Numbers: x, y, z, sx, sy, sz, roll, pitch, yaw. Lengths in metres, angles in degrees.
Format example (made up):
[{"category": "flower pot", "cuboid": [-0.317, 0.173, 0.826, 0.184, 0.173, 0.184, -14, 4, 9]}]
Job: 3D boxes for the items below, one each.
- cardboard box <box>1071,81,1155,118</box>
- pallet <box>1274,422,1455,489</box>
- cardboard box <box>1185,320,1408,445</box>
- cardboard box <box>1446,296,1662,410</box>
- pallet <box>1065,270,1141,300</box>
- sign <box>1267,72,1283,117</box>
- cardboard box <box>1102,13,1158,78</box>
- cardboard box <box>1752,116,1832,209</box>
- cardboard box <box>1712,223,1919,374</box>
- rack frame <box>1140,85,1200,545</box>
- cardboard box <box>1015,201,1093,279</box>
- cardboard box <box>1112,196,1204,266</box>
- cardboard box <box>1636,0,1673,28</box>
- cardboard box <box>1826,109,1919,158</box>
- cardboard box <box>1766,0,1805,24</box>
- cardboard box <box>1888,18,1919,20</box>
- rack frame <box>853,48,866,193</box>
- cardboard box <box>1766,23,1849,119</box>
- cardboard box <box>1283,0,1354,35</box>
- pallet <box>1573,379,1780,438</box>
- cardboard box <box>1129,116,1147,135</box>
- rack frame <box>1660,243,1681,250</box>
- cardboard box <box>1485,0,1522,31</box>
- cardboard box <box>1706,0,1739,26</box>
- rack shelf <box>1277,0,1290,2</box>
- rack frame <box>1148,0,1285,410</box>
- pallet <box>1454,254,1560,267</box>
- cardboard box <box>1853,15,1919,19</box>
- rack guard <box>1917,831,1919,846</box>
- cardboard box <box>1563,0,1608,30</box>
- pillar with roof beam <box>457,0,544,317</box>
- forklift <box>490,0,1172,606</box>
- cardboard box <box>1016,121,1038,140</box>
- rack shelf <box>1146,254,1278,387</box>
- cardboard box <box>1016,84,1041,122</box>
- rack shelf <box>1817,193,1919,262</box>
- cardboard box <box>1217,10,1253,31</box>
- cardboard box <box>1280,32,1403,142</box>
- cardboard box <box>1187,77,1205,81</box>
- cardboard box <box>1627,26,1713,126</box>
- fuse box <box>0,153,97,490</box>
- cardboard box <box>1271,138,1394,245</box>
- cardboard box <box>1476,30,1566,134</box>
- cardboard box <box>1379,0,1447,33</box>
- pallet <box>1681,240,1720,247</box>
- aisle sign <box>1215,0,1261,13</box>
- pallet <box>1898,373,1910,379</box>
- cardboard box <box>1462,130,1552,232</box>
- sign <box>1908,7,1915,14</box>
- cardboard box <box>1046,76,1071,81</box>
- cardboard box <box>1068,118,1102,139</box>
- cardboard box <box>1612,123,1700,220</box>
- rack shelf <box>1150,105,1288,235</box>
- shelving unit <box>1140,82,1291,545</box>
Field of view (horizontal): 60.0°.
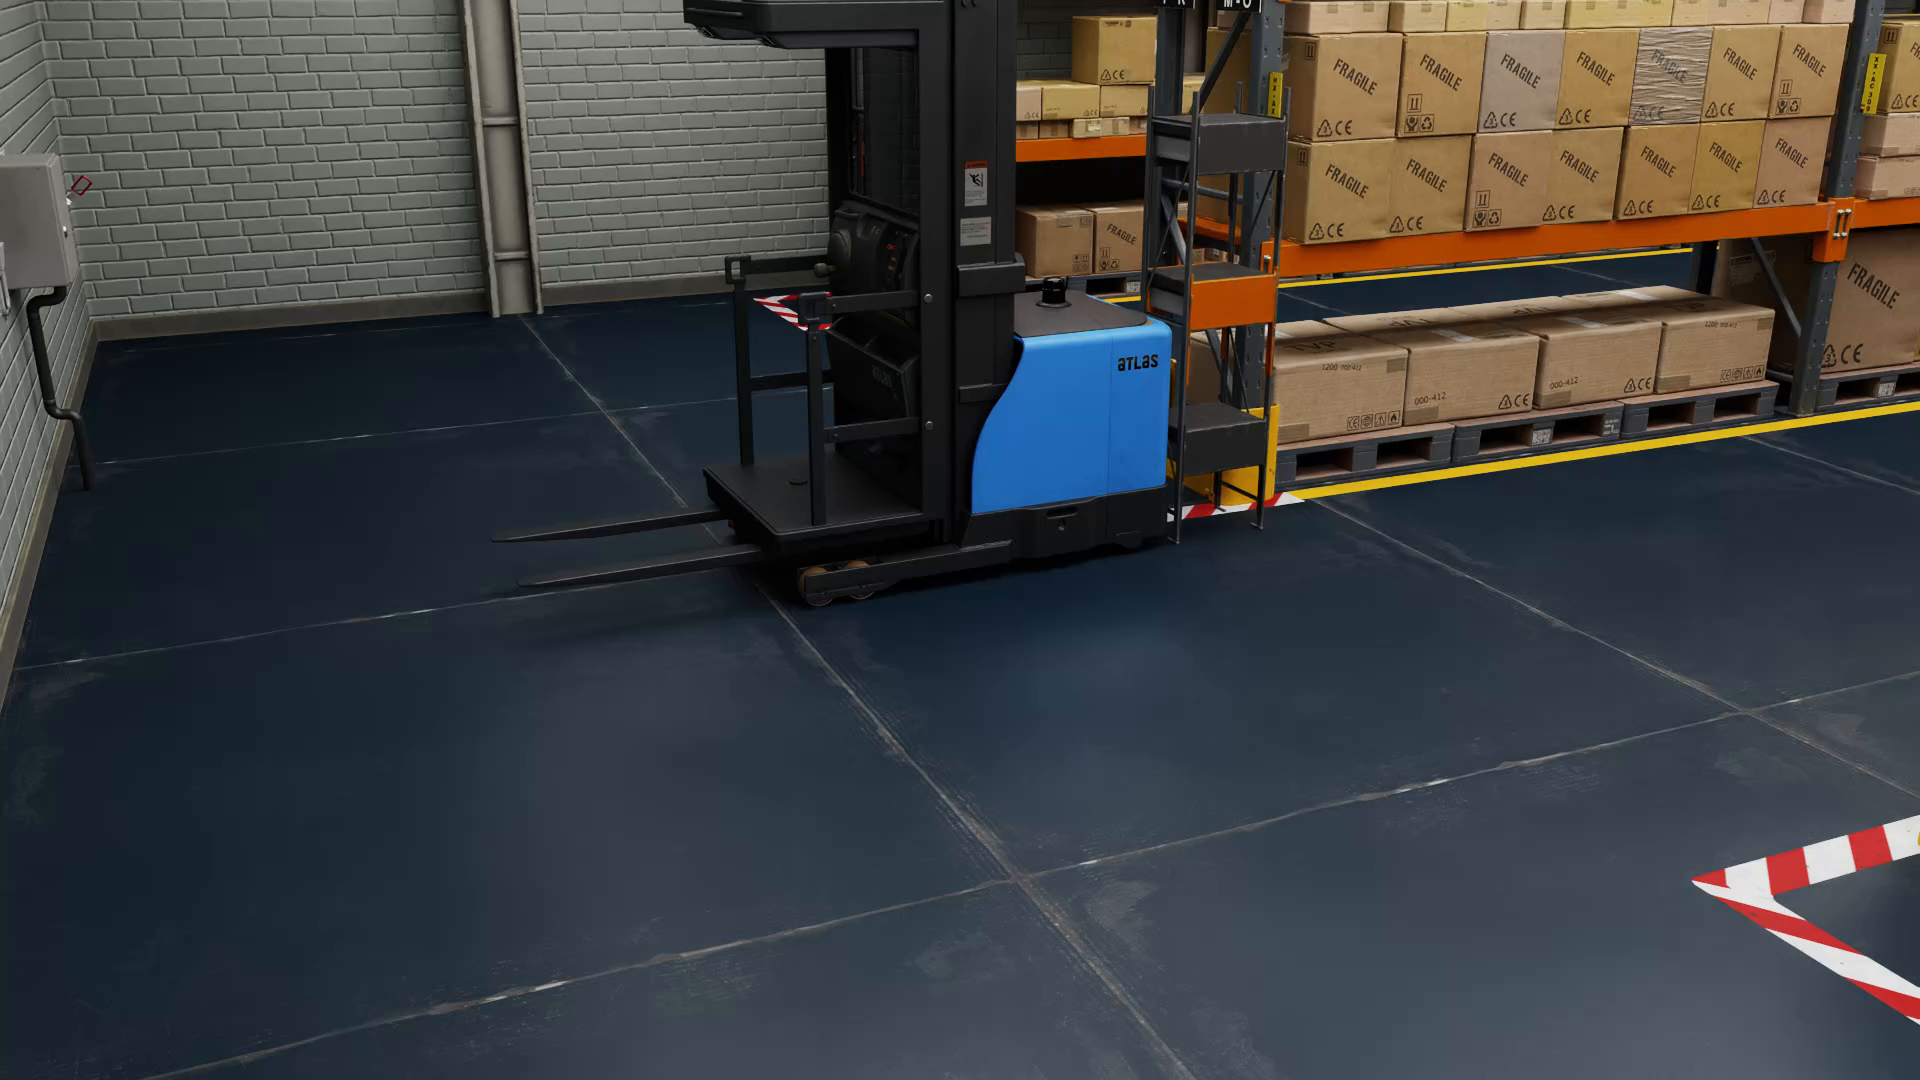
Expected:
[{"category": "cardboard box", "cuboid": [1.227, -3.554, 13.377, 0.500, 0.250, 0.500, -9, 21, -23]}, {"category": "pallet", "cuboid": [1.988, -0.600, 9.407, 1.213, 0.211, 1.003, -8, 21, -22]}, {"category": "cardboard box", "cuboid": [1.852, -0.893, 9.267, 0.875, 0.438, 0.875, -9, 21, -24]}, {"category": "cardboard box", "cuboid": [3.517, -1.134, 9.951, 0.875, 0.438, 0.875, -9, 21, -24]}, {"category": "pallet", "cuboid": [1.236, -2.258, 14.118, 1.213, 0.211, 1.003, -8, 21, -22]}, {"category": "sign", "cuboid": [1.500, -2.062, 7.938, 0.005, 0.325, 0.100, -8, 21, -22]}, {"category": "cardboard box", "cuboid": [1.516, -4.134, 13.895, 0.500, 0.500, 0.500, -9, 21, -23]}, {"category": "cardboard box", "cuboid": [4.633, -2.220, 9.661, 0.500, 0.500, 0.500, -8, 21, -21]}, {"category": "cardboard box", "cuboid": [5.496, -1.614, 10.656, 0.875, 0.875, 0.875, -7, 21, -20]}, {"category": "rack frame", "cuboid": [0.954, -1.027, 7.777, 0.015, 2.100, 0.400, -9, 21, -25]}, {"category": "cardboard box", "cuboid": [0.715, -2.470, 13.653, 0.500, 0.500, 0.700, -7, 21, -20]}, {"category": "cardboard box", "cuboid": [1.668, -2.607, 14.041, 0.500, 0.500, 0.700, -9, 21, -24]}, {"category": "cardboard box", "cuboid": [3.602, -2.850, 8.968, 0.250, 0.149, 0.380, -9, 21, -23]}, {"category": "cardboard box", "cuboid": [5.474, -2.449, 9.934, 0.500, 0.250, 0.500, -9, 21, -23]}, {"category": "cardboard box", "cuboid": [4.516, -2.998, 9.387, 0.250, 0.149, 0.380, -8, 21, -21]}, {"category": "cardboard box", "cuboid": [5.932, -2.876, 10.019, 0.500, 0.500, 0.500, -8, 21, -22]}, {"category": "rack frame", "cuboid": [-0.684, -3.299, 12.875, 0.127, 3.000, 1.000, -8, 21, -22]}, {"category": "cardboard box", "cuboid": [4.634, -2.685, 9.474, 0.500, 0.500, 0.500, -8, 21, -22]}, {"category": "cardboard box", "cuboid": [1.721, -2.573, 8.180, 0.250, 0.149, 0.380, -8, 21, -21]}, {"category": "pallet", "cuboid": [4.229, -0.921, 10.319, 1.213, 0.211, 1.003, -8, 21, -22]}, {"category": "cardboard box", "cuboid": [1.372, -3.390, 13.512, 0.250, 0.149, 0.380, -8, 21, -22]}, {"category": "rack frame", "cuboid": [6.661, -4.351, 15.864, 0.127, 3.000, 1.000, -8, 21, -22]}, {"category": "cardboard box", "cuboid": [2.672, -2.719, 8.595, 0.250, 0.149, 0.380, -8, 21, -21]}, {"category": "cardboard box", "cuboid": [4.058, -2.929, 9.192, 0.250, 0.149, 0.380, -8, 21, -22]}, {"category": "rack shelf", "cuboid": [3.122, -3.125, 8.946, 4.000, 0.370, 1.077, -8, 21, -22]}, {"category": "rack frame", "cuboid": [1.285, -1.786, 8.578, 0.127, 3.000, 1.000, -8, 21, -22]}, {"category": "pallet", "cuboid": [4.842, -2.790, 15.629, 1.213, 0.211, 1.003, -8, 21, -22]}, {"category": "cardboard box", "cuboid": [5.741, -3.037, 10.474, 0.500, 0.500, 0.500, -8, 21, -21]}, {"category": "rack guard", "cuboid": [3.408, 0.879, 4.772, 0.348, 0.500, 1.175, -8, 21, -22]}, {"category": "cardboard box", "cuboid": [3.161, -2.764, 8.723, 0.250, 0.149, 0.380, -9, 21, -23]}, {"category": "pillar with roof beam", "cuboid": [-1.812, -4.736, 7.924, 0.400, 9.000, 9.100, -8, 21, -22]}, {"category": "forklift", "cuboid": [-0.572, -1.295, 7.286, 3.031, 2.935, 1.130, -9, 21, -23]}, {"category": "cardboard box", "cuboid": [0.425, -3.247, 13.107, 0.250, 0.149, 0.380, -7, 21, -20]}, {"category": "rack shelf", "cuboid": [1.173, -1.050, 7.883, 0.480, 0.518, 0.431, -9, 21, -25]}, {"category": "cardboard box", "cuboid": [0.302, -3.413, 12.975, 0.500, 0.250, 0.500, -8, 21, -21]}, {"category": "rack shelf", "cuboid": [6.794, -2.236, 10.939, 4.000, 0.370, 1.077, -8, 21, -22]}, {"category": "cardboard box", "cuboid": [1.535, -2.719, 8.595, 0.250, 0.149, 0.380, -8, 21, -21]}, {"category": "cardboard box", "cuboid": [1.839, -2.281, 8.328, 0.500, 0.500, 0.500, -9, 21, -23]}, {"category": "cardboard box", "cuboid": [2.163, -3.683, 13.744, 0.500, 0.250, 0.500, -8, 21, -22]}, {"category": "cardboard box", "cuboid": [3.701, -2.551, 9.093, 0.500, 0.500, 0.500, -8, 21, -21]}, {"category": "fuse box", "cuboid": [-4.581, -1.089, 8.539, 0.414, 1.711, 0.539, -8, 21, -22]}, {"category": "cardboard box", "cuboid": [1.840, -1.809, 8.492, 0.500, 0.500, 0.500, -8, 21, -22]}, {"category": "cardboard box", "cuboid": [2.780, -2.421, 8.726, 0.500, 0.500, 0.500, -8, 21, -22]}, {"category": "cardboard box", "cuboid": [2.217, -2.628, 8.337, 0.250, 0.149, 0.380, -7, 21, -20]}, {"category": "pallet", "cuboid": [7.433, -3.133, 16.601, 1.213, 0.211, 1.003, -8, 21, -22]}, {"category": "aisle sign", "cuboid": [1.334, -2.914, 7.868, 0.004, 0.787, 0.394, -8, 21, -22]}, {"category": "pallet", "cuboid": [6.759, -1.283, 11.348, 1.213, 0.211, 1.003, -8, 21, -22]}, {"category": "cardboard box", "cuboid": [2.767, -1.945, 8.879, 0.500, 0.500, 0.500, -8, 21, -22]}, {"category": "sign", "cuboid": [10.113, -5.492, 17.682, 0.005, 0.325, 0.100, -8, 21, -22]}, {"category": "cardboard box", "cuboid": [1.044, -3.710, 13.820, 0.500, 0.250, 0.500, -8, 21, -22]}, {"category": "cardboard box", "cuboid": [0.929, -3.294, 13.240, 0.250, 0.149, 0.380, -9, 21, -23]}, {"category": "cardboard box", "cuboid": [3.707, -2.080, 9.263, 0.500, 0.500, 0.500, -8, 21, -23]}, {"category": "rack shelf", "cuboid": [1.173, -1.710, 7.650, 0.480, 0.518, 0.431, -9, 21, -25]}, {"category": "shelving unit", "cuboid": [1.173, -1.063, 7.878, 0.503, 2.100, 0.431, -9, 21, -25]}]
